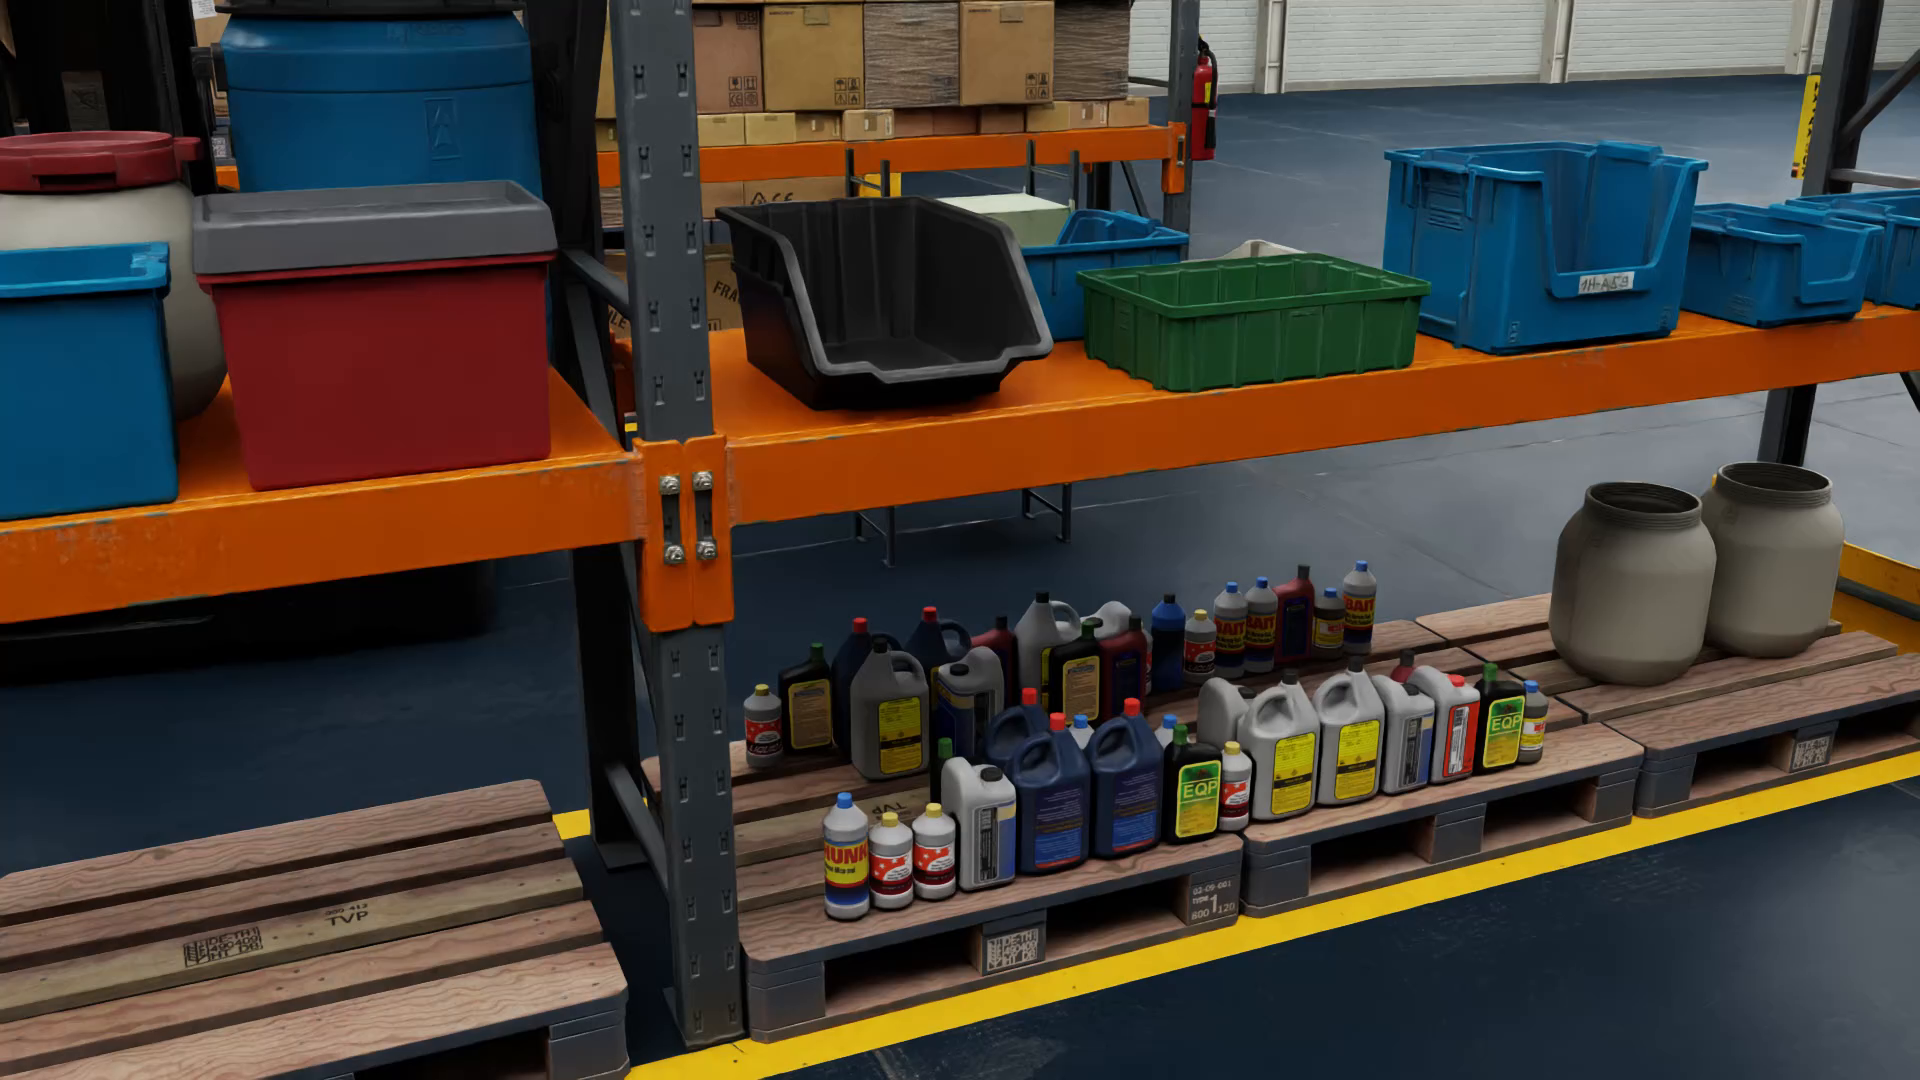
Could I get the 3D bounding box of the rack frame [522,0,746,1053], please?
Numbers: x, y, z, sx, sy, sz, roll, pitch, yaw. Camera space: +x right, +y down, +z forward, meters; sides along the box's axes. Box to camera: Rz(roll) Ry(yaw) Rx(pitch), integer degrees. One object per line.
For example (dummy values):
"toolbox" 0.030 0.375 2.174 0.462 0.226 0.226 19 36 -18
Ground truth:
"rack frame" -0.710 -0.504 3.436 0.127 3.000 1.000 -8 21 -22

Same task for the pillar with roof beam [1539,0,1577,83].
"pillar with roof beam" 12.343 -11.144 24.622 0.400 9.000 9.100 -8 21 -22

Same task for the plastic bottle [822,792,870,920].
"plastic bottle" -0.244 0.667 3.556 0.097 0.271 0.097 0 19 0

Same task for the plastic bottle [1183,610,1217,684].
"plastic bottle" 0.677 0.297 4.712 0.097 0.201 0.097 0 19 0

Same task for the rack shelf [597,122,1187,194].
"rack shelf" -0.835 -1.938 8.593 4.000 0.370 1.077 -8 21 -22

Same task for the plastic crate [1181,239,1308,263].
"plastic crate" 0.681 -0.670 4.306 0.437 0.136 0.530 -8 21 -22

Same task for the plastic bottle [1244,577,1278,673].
"plastic bottle" 0.860 0.238 4.775 0.097 0.271 0.097 0 19 0

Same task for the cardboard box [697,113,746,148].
"cardboard box" -1.217 -2.004 8.076 0.250 0.149 0.380 -8 21 -22

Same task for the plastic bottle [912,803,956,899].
"plastic bottle" -0.057 0.674 3.643 0.097 0.201 0.097 0 19 0

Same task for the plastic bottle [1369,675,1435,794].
"plastic bottle" 1.081 0.466 4.122 0.135 0.276 0.152 -9 21 -23

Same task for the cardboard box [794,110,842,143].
"cardboard box" -0.772 -2.080 8.292 0.250 0.149 0.380 -8 21 -22

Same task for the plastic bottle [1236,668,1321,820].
"plastic bottle" 0.759 0.478 3.975 0.185 0.351 0.144 -8 21 -22

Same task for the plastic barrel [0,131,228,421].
"plastic barrel" -1.675 -0.509 3.246 0.433 0.535 0.433 0 19 0

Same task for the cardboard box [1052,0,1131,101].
"cardboard box" 0.485 -2.664 8.973 0.500 0.500 0.875 -8 21 -22

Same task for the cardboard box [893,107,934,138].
"cardboard box" -0.320 -2.152 8.496 0.250 0.149 0.380 -8 21 -22

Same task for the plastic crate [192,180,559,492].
"plastic crate" -1.033 -0.377 2.980 0.583 0.464 0.402 -8 21 -22

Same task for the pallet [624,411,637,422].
"pallet" -2.069 -0.798 8.471 1.213 0.211 1.003 -8 21 -22

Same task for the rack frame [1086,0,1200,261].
"rack frame" 1.001 -2.540 9.220 0.127 3.000 1.000 -8 21 -22

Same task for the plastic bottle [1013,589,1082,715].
"plastic bottle" 0.240 0.298 4.486 0.185 0.351 0.144 -8 21 -22

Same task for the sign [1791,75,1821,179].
"sign" 2.749 -1.329 5.363 0.005 0.325 0.100 -8 21 -22

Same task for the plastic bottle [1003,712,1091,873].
"plastic bottle" 0.196 0.559 3.745 0.185 0.351 0.144 -8 21 -20

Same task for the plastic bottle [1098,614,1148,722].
"plastic bottle" 0.434 0.342 4.462 0.133 0.283 0.061 -8 21 -22

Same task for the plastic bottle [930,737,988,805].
"plastic bottle" 0.000 0.578 3.790 0.133 0.283 0.061 -8 21 -22

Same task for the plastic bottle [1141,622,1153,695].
"plastic bottle" 0.488 0.324 4.636 0.097 0.201 0.097 0 19 0

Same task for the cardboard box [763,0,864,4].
"cardboard box" -0.785 -2.856 8.013 0.500 0.500 0.500 -8 21 -22

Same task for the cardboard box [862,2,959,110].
"cardboard box" -0.403 -2.509 8.533 0.500 0.500 0.875 -8 21 -22

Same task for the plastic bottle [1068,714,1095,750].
"plastic bottle" 0.281 0.540 3.917 0.097 0.271 0.097 0 19 0

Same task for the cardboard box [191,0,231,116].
"cardboard box" -3.457 -2.433 7.381 1.000 1.000 1.000 -8 21 -22

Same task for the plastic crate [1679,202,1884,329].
"plastic crate" 2.023 -0.719 4.271 0.408 0.251 0.499 -8 21 -22

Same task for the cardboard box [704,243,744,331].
"cardboard box" -1.227 -1.257 8.707 0.500 0.500 0.500 -10 22 -27

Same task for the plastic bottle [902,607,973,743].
"plastic bottle" -0.057 0.340 4.365 0.185 0.351 0.144 -9 21 -25

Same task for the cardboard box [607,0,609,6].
"cardboard box" -1.699 -2.721 7.630 0.500 0.500 0.500 -8 21 -22

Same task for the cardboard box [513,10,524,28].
"cardboard box" -2.234 -2.242 7.774 0.500 0.500 0.875 -8 21 -22

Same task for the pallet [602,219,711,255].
"pallet" -2.692 -2.463 13.198 1.213 0.211 1.003 -8 21 -22

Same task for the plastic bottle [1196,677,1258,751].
"plastic bottle" 0.678 0.471 4.106 0.135 0.276 0.152 -8 21 -22

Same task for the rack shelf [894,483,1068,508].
"rack shelf" 0.006 -0.401 6.384 0.720 0.370 0.431 -8 21 -22

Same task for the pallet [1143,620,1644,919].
"pallet" 1.045 0.574 4.574 1.213 0.211 1.003 -8 21 -22

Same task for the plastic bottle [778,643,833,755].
"plastic bottle" -0.399 0.406 4.280 0.133 0.283 0.061 -7 21 -19

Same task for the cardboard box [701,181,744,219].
"cardboard box" -2.274 -3.036 13.196 0.875 0.875 0.875 -9 21 -23

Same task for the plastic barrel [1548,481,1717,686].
"plastic barrel" 1.929 0.121 4.775 0.421 0.512 0.421 0 19 0

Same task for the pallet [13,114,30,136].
"pallet" -4.543 -1.670 7.038 1.213 0.211 1.003 -8 21 -22

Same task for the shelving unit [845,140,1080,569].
"shelving unit" 0.006 -0.708 6.275 0.755 1.500 0.431 -8 21 -22

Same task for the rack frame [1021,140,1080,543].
"rack frame" 0.342 -0.756 6.412 0.023 1.500 0.400 -8 21 -22

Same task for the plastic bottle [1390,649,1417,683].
"plastic bottle" 1.165 0.411 4.264 0.133 0.283 0.061 -8 21 -22

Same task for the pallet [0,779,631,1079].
"pallet" -1.416 0.927 3.572 1.213 0.211 1.003 -8 21 -22

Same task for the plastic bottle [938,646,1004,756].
"plastic bottle" 0.025 0.417 4.258 0.135 0.276 0.152 -8 21 -22

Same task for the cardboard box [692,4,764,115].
"cardboard box" -1.342 -2.393 8.205 0.500 0.500 0.875 -8 21 -22

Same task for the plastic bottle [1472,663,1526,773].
"plastic bottle" 1.350 0.440 4.183 0.133 0.283 0.061 -8 21 -21

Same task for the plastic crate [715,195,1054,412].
"plastic crate" -0.179 -0.505 3.532 0.504 0.338 0.767 -8 21 -22

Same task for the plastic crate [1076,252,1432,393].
"plastic crate" 0.648 -0.496 3.734 0.662 0.188 0.450 -8 21 -22

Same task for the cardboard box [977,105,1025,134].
"cardboard box" 0.147 -2.212 8.666 0.250 0.149 0.380 -8 21 -22

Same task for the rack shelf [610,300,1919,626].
"rack shelf" 1.127 -0.428 4.303 4.000 0.370 1.077 -8 21 -22

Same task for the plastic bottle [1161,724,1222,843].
"plastic bottle" 0.537 0.557 3.853 0.133 0.283 0.061 -7 21 -20

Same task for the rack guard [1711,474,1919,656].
"rack guard" 2.912 0.173 5.277 0.348 0.500 1.175 -8 21 -22

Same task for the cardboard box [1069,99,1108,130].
"cardboard box" 0.591 -2.289 8.884 0.250 0.149 0.380 -8 21 -22

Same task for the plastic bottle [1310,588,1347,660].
"plastic bottle" 1.080 0.240 4.876 0.097 0.201 0.097 0 19 0

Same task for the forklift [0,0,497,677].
"forklift" -3.153 -1.095 5.219 3.031 2.935 1.130 -5 20 -14

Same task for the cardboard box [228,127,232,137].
"cardboard box" -5.078 -2.568 12.053 0.750 0.750 1.050 -8 21 -22
